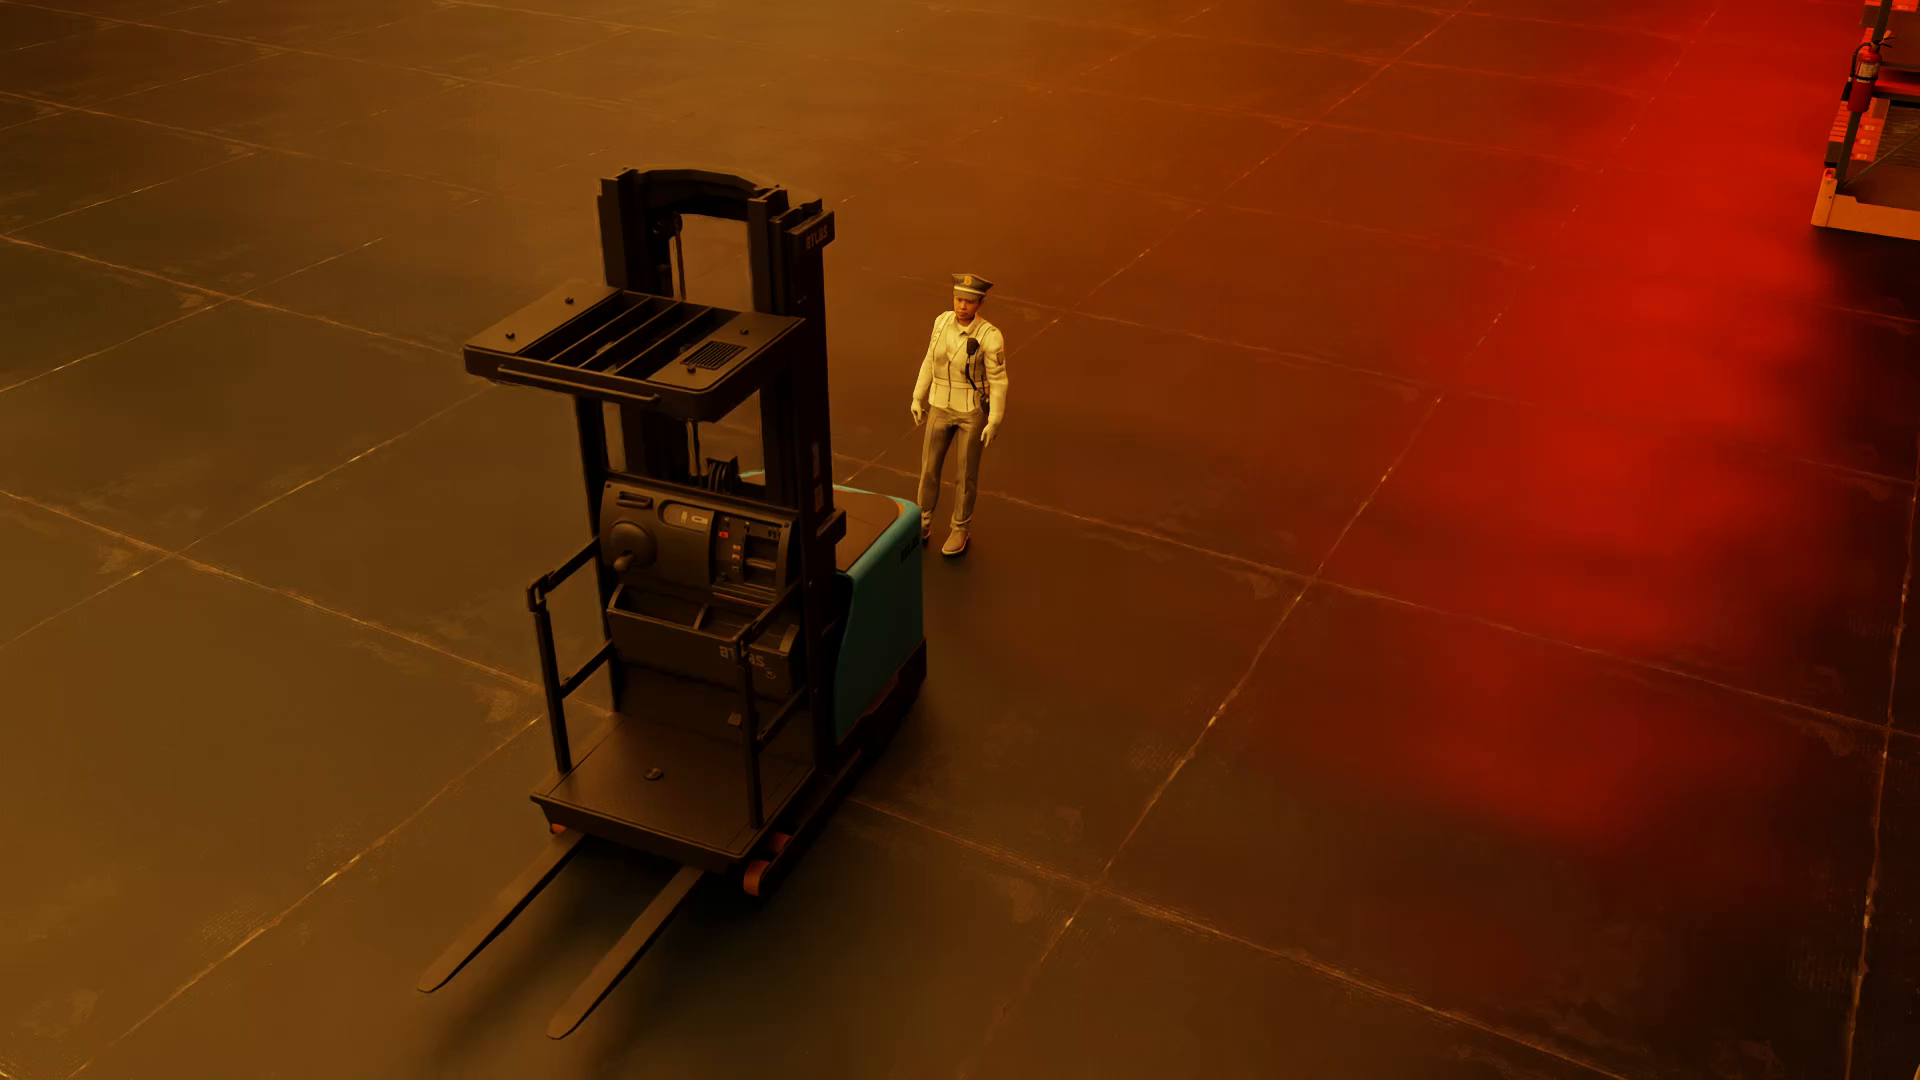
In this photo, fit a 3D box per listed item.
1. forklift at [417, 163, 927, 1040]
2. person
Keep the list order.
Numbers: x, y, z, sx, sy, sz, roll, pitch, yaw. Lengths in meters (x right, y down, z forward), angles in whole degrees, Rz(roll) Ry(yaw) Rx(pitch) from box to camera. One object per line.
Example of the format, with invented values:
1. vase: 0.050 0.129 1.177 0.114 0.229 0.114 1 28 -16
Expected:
1. forklift: -1.223 0.052 6.981 1.130 2.935 3.031 12 32 20
2. person: -0.038 -0.712 9.527 0.587 1.696 0.534 15 33 25
